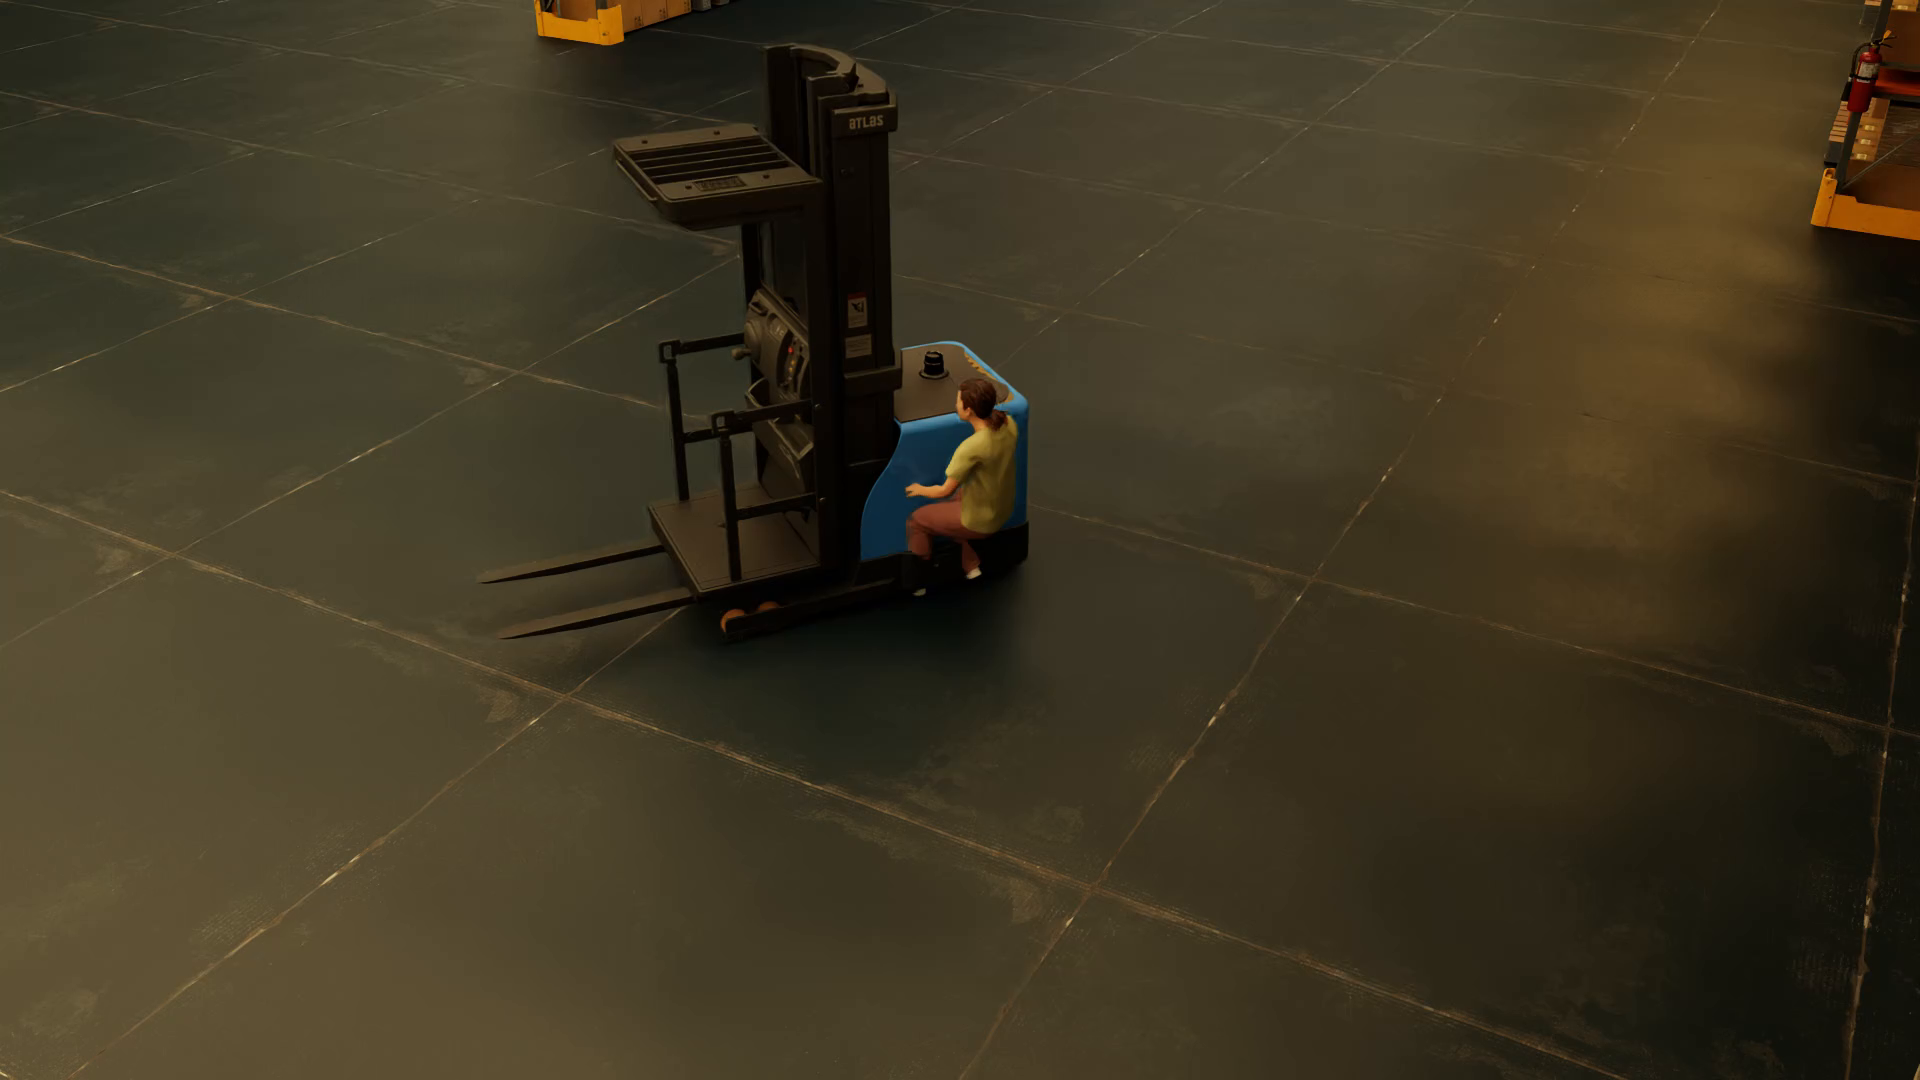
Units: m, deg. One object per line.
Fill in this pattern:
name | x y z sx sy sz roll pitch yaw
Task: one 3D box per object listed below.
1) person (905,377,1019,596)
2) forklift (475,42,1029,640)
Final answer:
person | -0.091 -0.258 9.065 0.820 1.461 0.728 14 33 23
forklift | -1.165 -1.026 8.848 3.031 2.935 1.130 -13 32 -21
